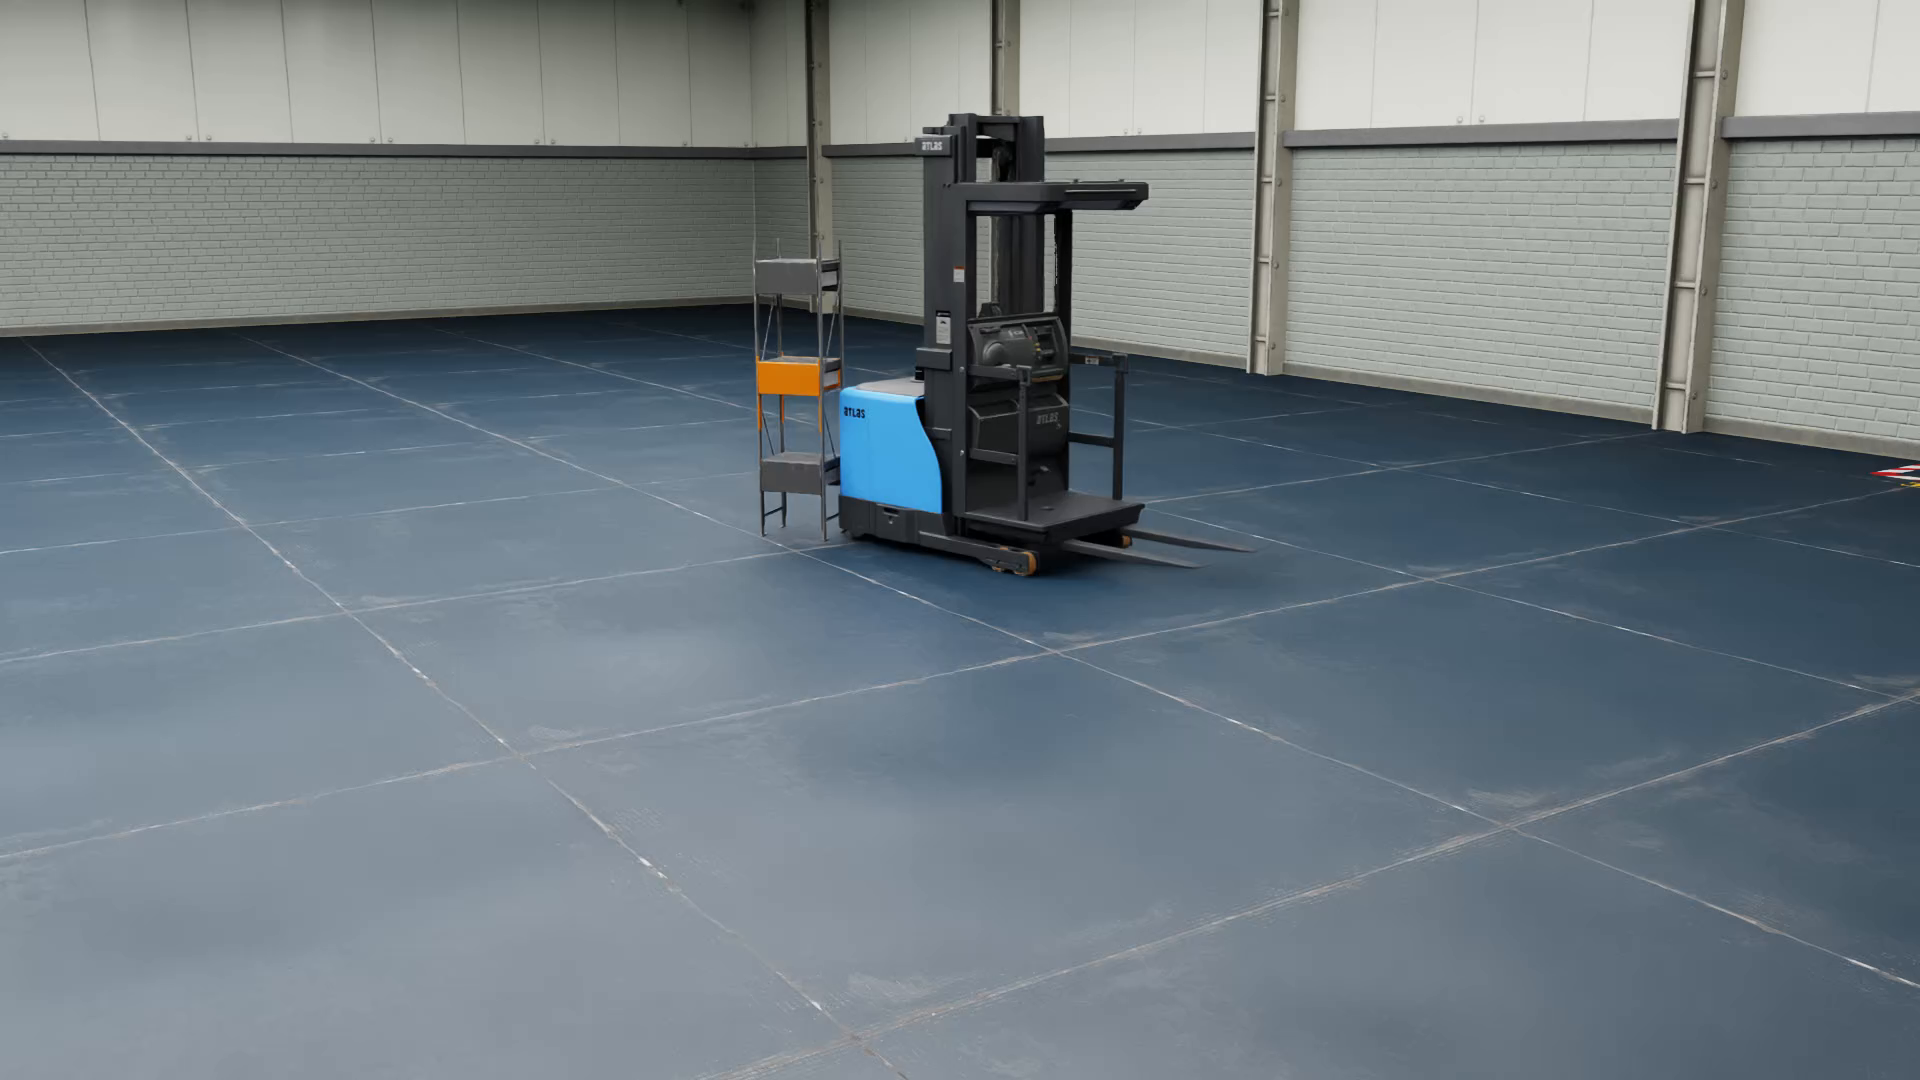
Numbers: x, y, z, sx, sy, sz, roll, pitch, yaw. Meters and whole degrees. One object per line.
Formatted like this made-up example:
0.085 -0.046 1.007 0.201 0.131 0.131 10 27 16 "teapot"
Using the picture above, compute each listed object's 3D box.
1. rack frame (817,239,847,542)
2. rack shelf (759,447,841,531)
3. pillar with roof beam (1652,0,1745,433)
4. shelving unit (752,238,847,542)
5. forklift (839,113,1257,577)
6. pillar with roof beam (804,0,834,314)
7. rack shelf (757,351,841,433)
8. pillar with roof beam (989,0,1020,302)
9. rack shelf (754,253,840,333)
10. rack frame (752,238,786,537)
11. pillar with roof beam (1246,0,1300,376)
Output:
-0.903 -1.054 11.764 0.015 2.100 0.400 4 13 19 "rack frame"
-1.133 -0.374 11.996 0.480 0.518 0.431 4 13 19 "rack shelf"
3.759 -5.014 13.724 9.100 9.000 0.400 -8 15 -33 "pillar with roof beam"
-1.134 -1.071 11.842 0.503 2.100 0.431 4 13 19 "shelving unit"
0.551 -1.319 11.032 3.031 2.935 1.130 11 17 42 "forklift"
-6.214 -8.215 28.363 9.100 9.000 0.400 -8 15 -33 "pillar with roof beam"
-1.134 -1.058 11.845 0.480 0.518 0.431 4 13 19 "rack shelf"
-2.889 -7.148 23.484 9.100 9.000 0.400 -8 15 -33 "pillar with roof beam"
-1.134 -1.741 11.695 0.480 0.518 0.431 4 13 19 "rack shelf"
-1.364 -1.088 11.921 0.015 2.100 0.400 4 13 19 "rack frame"
0.435 -6.081 18.604 9.100 9.000 0.400 -8 15 -33 "pillar with roof beam"
